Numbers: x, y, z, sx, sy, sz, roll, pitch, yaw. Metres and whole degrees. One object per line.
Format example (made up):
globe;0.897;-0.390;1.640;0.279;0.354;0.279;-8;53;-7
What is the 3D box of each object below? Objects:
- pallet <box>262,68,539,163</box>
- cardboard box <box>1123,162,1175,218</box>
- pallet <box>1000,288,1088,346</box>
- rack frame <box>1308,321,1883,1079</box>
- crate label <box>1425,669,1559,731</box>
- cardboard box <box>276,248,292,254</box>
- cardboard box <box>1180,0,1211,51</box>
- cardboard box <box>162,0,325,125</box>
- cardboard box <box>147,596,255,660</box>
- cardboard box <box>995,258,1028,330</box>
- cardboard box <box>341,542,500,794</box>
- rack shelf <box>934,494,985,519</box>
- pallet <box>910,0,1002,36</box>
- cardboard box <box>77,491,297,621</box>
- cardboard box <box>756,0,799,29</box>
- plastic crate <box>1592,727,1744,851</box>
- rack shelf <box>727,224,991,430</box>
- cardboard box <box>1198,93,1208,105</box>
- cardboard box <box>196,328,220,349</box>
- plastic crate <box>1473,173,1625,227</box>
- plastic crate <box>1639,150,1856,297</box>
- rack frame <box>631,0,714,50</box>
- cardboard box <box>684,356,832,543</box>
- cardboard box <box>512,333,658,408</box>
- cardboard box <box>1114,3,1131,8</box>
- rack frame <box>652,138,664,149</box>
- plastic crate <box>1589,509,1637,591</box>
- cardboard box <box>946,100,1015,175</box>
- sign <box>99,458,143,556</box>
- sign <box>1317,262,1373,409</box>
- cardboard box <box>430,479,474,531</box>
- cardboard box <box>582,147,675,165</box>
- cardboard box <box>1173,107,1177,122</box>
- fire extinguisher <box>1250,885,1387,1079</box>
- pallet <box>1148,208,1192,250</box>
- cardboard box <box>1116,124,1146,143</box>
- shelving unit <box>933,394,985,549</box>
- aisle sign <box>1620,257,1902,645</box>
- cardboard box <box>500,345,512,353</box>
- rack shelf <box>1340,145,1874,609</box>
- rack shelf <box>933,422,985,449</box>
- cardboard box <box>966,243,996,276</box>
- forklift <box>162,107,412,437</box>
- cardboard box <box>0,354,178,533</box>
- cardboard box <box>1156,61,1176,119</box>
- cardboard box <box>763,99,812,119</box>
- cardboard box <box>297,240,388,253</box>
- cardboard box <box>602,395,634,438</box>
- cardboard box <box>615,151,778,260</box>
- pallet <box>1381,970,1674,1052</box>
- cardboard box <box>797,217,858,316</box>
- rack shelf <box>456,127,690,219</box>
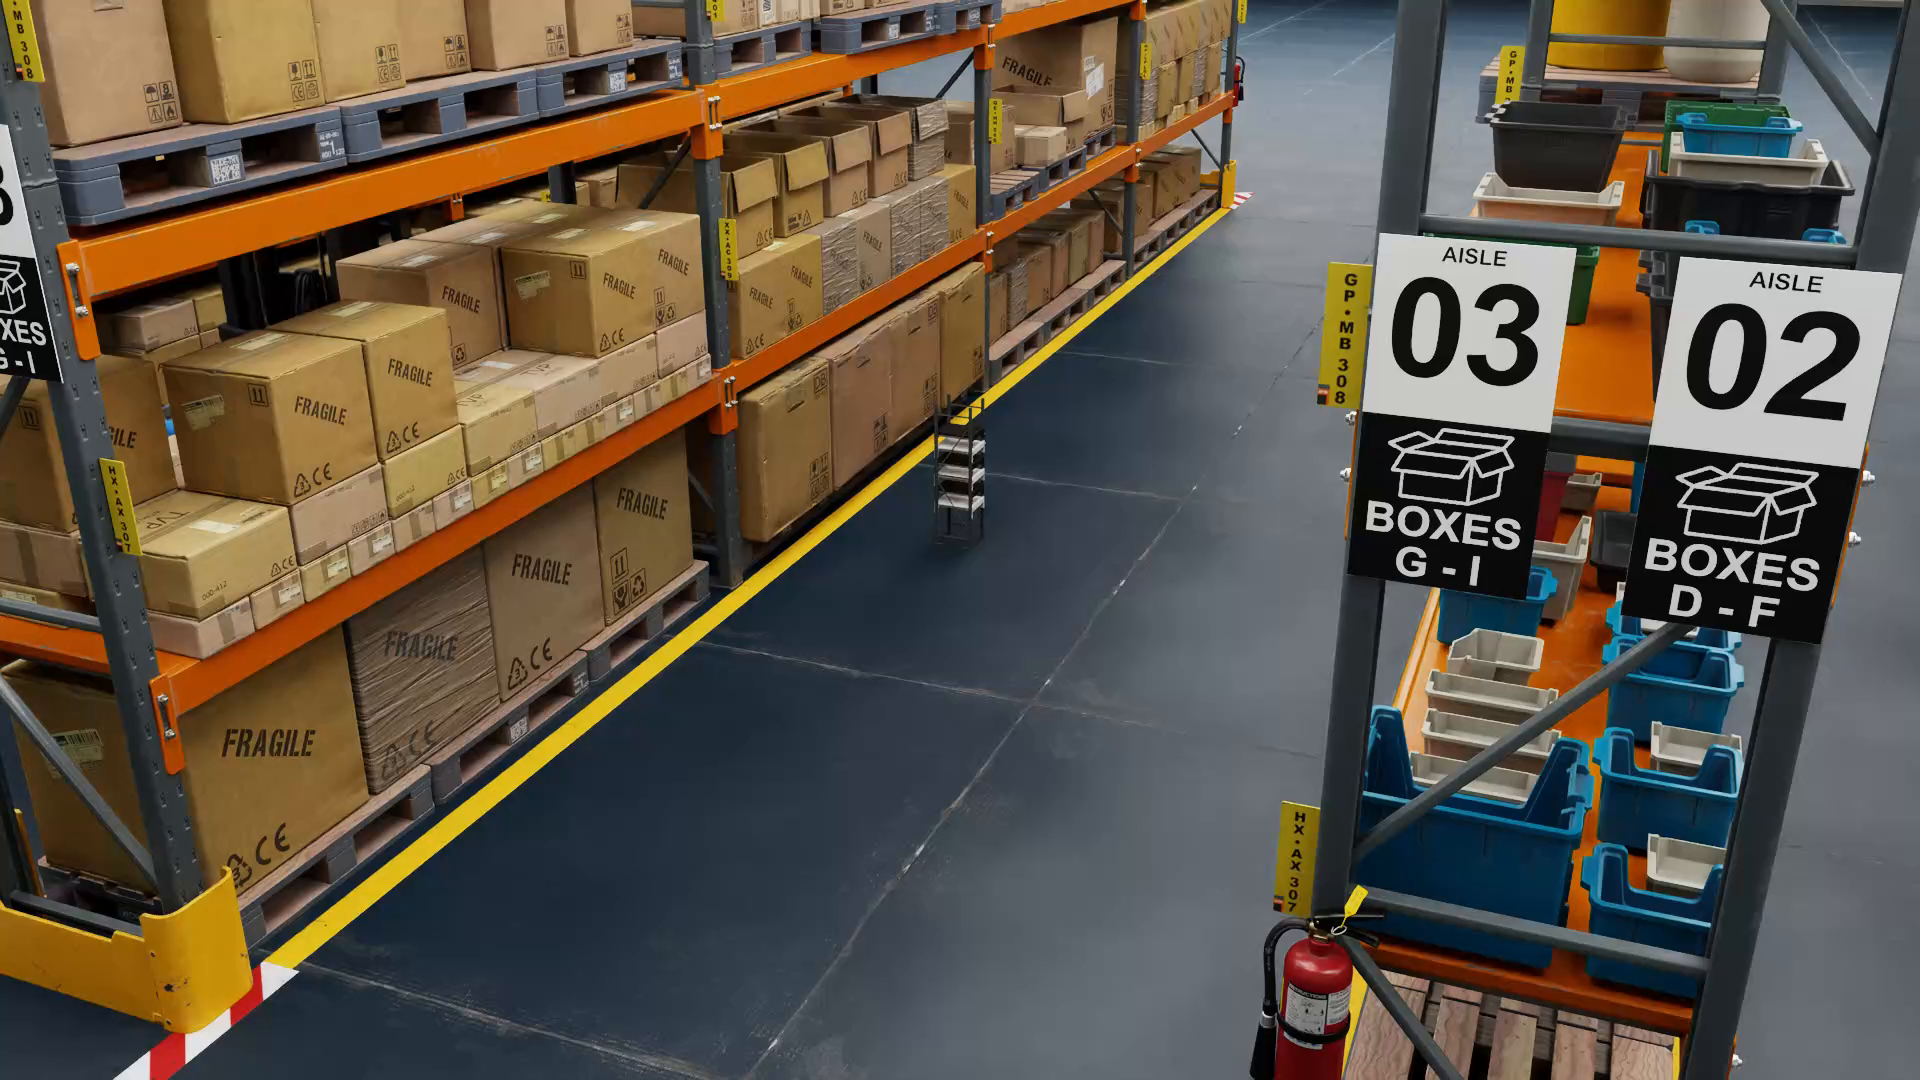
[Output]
pallet;-2.511;-1.798;6.887;1.003;0.211;1.213;9;24;20
cardboard box;2.026;-3.855;18.285;0.500;0.500;0.500;11;25;25
pallet;0.489;-2.041;14.862;1.003;0.211;1.213;9;24;20
rack frame;1.370;0.959;4.062;1.000;3.000;0.127;9;24;20
crate label;1.706;0.530;5.353;0.396;0.136;0.243;9;24;20
cardboard box;-5.690;-2.177;13.295;0.500;0.250;0.500;9;24;20
cardboard box;2.371;-5.530;17.784;0.500;0.500;0.500;9;24;20
cardboard box;-2.765;-1.798;5.967;0.700;0.500;0.500;8;24;18
cardboard box;-2.791;0.286;5.999;0.380;0.149;0.250;9;24;21
cardboard box;0.167;-2.105;14.071;0.700;0.500;0.500;7;24;16
cardboard box;-2.727;0.470;7.444;0.875;0.875;0.875;9;24;20
rack shelf;-0.003;-0.215;10.152;0.258;0.077;0.200;9;24;20
pallet;-0.447;-3.672;11.502;1.213;0.211;1.003;10;25;22
cardboard box;-2.800;0.049;6.050;0.500;0.250;0.500;8;24;19
cardboard box;-1.252;-3.098;9.454;0.500;0.311;0.500;8;24;18
plastic crate;2.012;0.732;4.746;0.416;0.233;0.300;9;24;20
rack shelf;-1.000;-1.565;11.039;1.077;0.370;4.000;9;24;20
cardboard box;2.554;-4.955;18.546;0.380;0.149;0.250;9;24;20
cardboard box;-5.595;-1.384;12.370;0.500;0.500;0.500;10;25;22
plastic crate;1.907;-1.078;5.390;0.437;0.136;0.530;9;24;20
plastic crate;2.192;-0.904;4.711;0.504;0.338;0.767;9;24;20
rack frame;-1.743;-3.950;8.031;1.000;3.000;0.127;9;24;20
cardboard box;-1.524;-0.627;10.071;1.225;0.875;0.875;9;24;20
cardboard box;-1.853;-0.868;8.246;0.500;0.250;0.500;10;24;22
cardboard box;1.511;-5.247;17.108;0.500;0.500;0.500;9;24;20
rack frame;-3.339;-4.791;17.827;1.000;3.000;0.127;9;24;20
plastic crate;2.689;0.066;6.480;0.437;0.125;0.590;9;24;20
cardboard box;0.021;-3.266;13.502;0.700;0.500;0.500;13;26;28
sign;-2.716;-0.105;5.382;0.100;0.325;0.005;9;24;20
sign;0.853;-0.450;3.679;0.100;0.325;0.005;9;24;20
cardboard box;-2.315;-0.174;7.102;0.380;0.149;0.250;8;24;19
cardboard box;-3.486;-3.711;17.617;1.050;0.750;0.750;9;24;20
cardboard box;2.029;-4.413;17.249;0.380;0.149;0.250;9;24;20
fire extinguisher;0.892;1.156;4.176;0.296;0.674;0.183;9;24;20
pallet;1.897;-3.441;18.214;1.003;0.211;1.213;9;24;20
cardboard box;1.588;-3.962;16.170;0.380;0.149;0.250;9;24;20
shelving unit;-0.003;-0.412;10.070;0.258;0.900;0.210;9;24;20
aisle sign;1.619;-0.172;3.398;0.394;0.787;0.004;9;24;20
cardboard box;-2.350;-0.942;8.421;0.500;0.250;0.500;9;24;20
rack shelf;2.113;-0.809;5.336;1.077;0.370;4.000;9;24;20
rack shelf;-0.003;-0.631;9.978;0.258;0.077;0.200;9;24;20
cardboard box;-0.036;-2.253;13.450;0.500;0.250;0.500;10;25;22
forklift;-3.641;-1.521;10.088;1.130;2.935;3.031;6;23;14
cardboard box;-3.292;-0.376;6.094;0.500;0.500;0.500;9;24;21
cardboard box;1.671;-4.554;16.745;0.875;0.500;0.500;9;24;20
cardboard box;-2.369;-4.868;20.225;0.875;0.875;0.875;8;24;19
cardboard box;-5.013;-2.281;13.544;0.500;0.250;0.500;9;24;21
cardboard box;-1.839;-0.634;8.201;0.380;0.149;0.250;9;24;21
cardboard box;-1.514;-1.920;9.524;0.797;0.503;0.637;8;24;19
pallet;2.167;1.521;6.335;1.003;0.211;1.213;9;24;20
cardboard box;-0.968;-1.716;10.336;0.500;0.500;0.500;8;24;19
rack shelf;-4.082;-3.743;16.252;1.077;0.370;4.000;9;24;20
